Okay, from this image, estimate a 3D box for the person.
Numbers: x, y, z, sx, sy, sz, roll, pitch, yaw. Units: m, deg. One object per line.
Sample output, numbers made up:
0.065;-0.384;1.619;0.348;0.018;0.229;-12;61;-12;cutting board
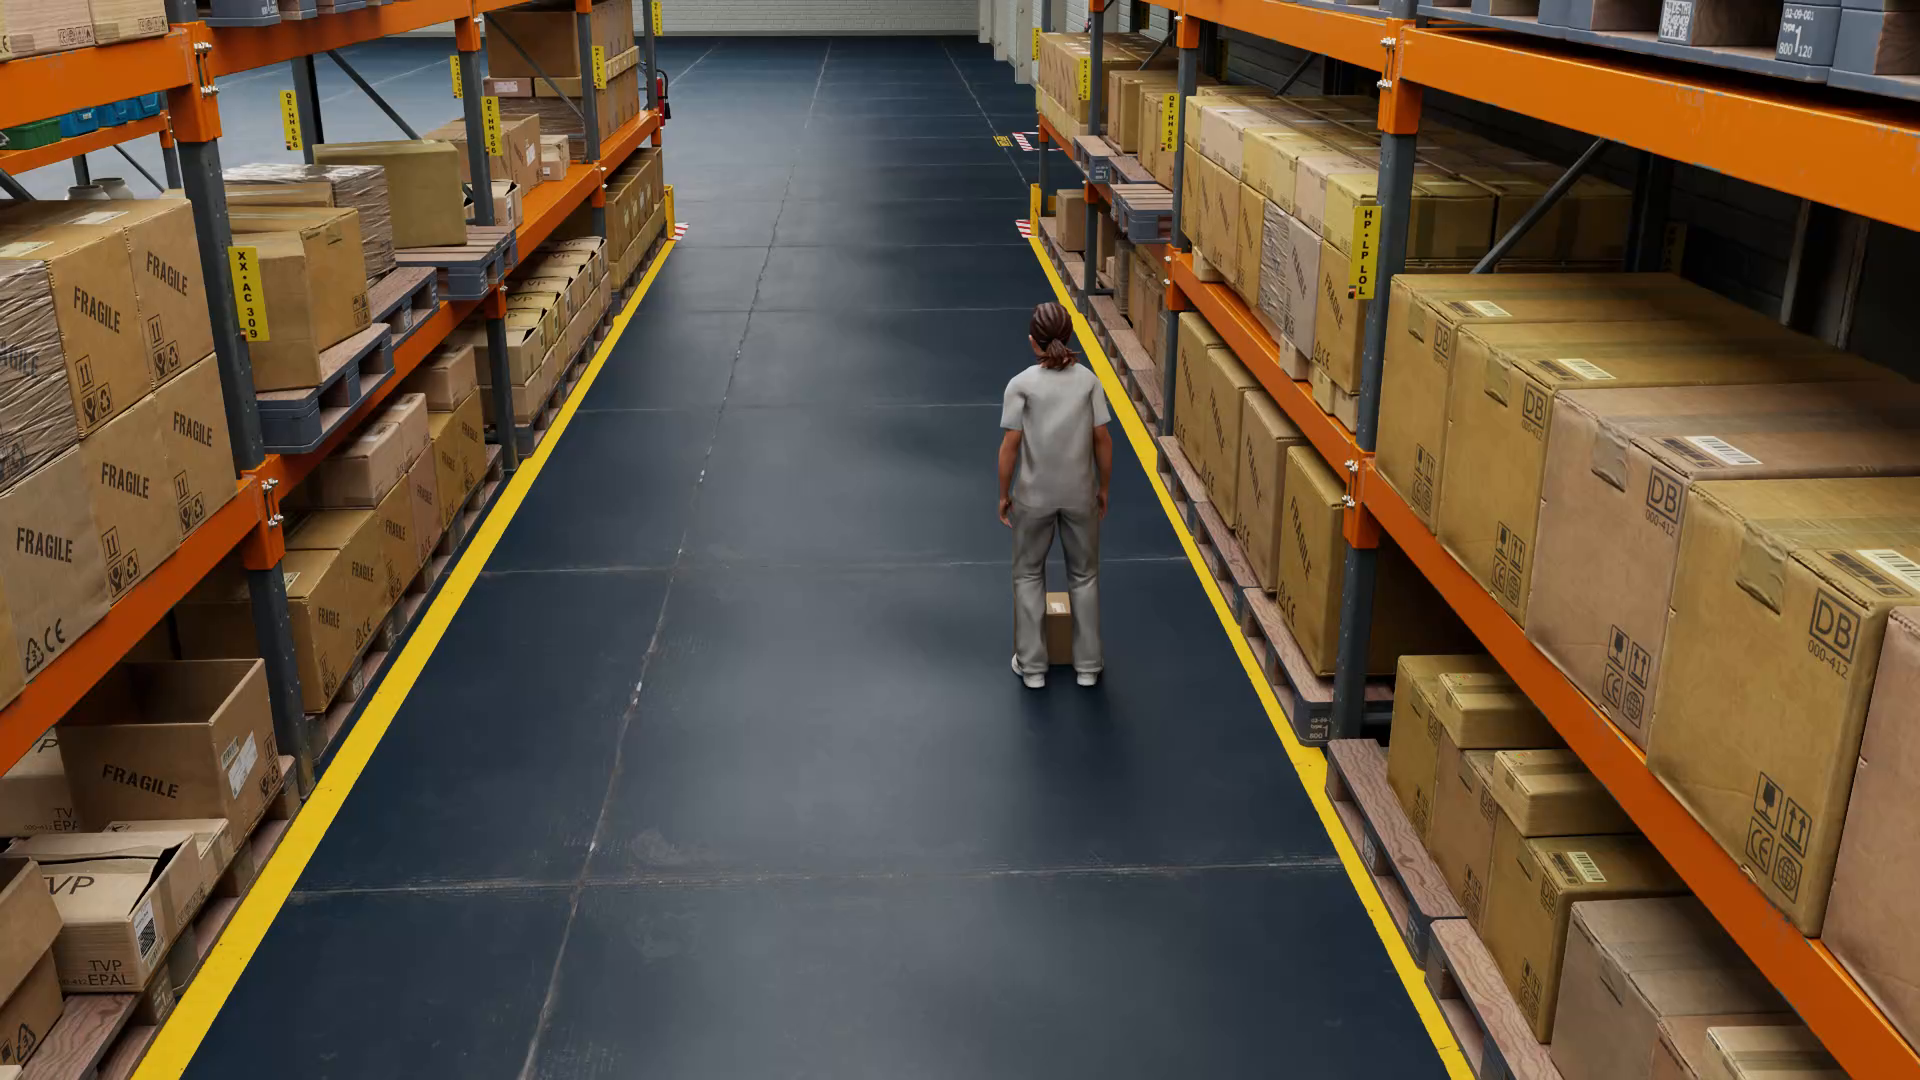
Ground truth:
0.405;-0.177;7.055;0.504;1.671;0.364;-2;21;-6;person
